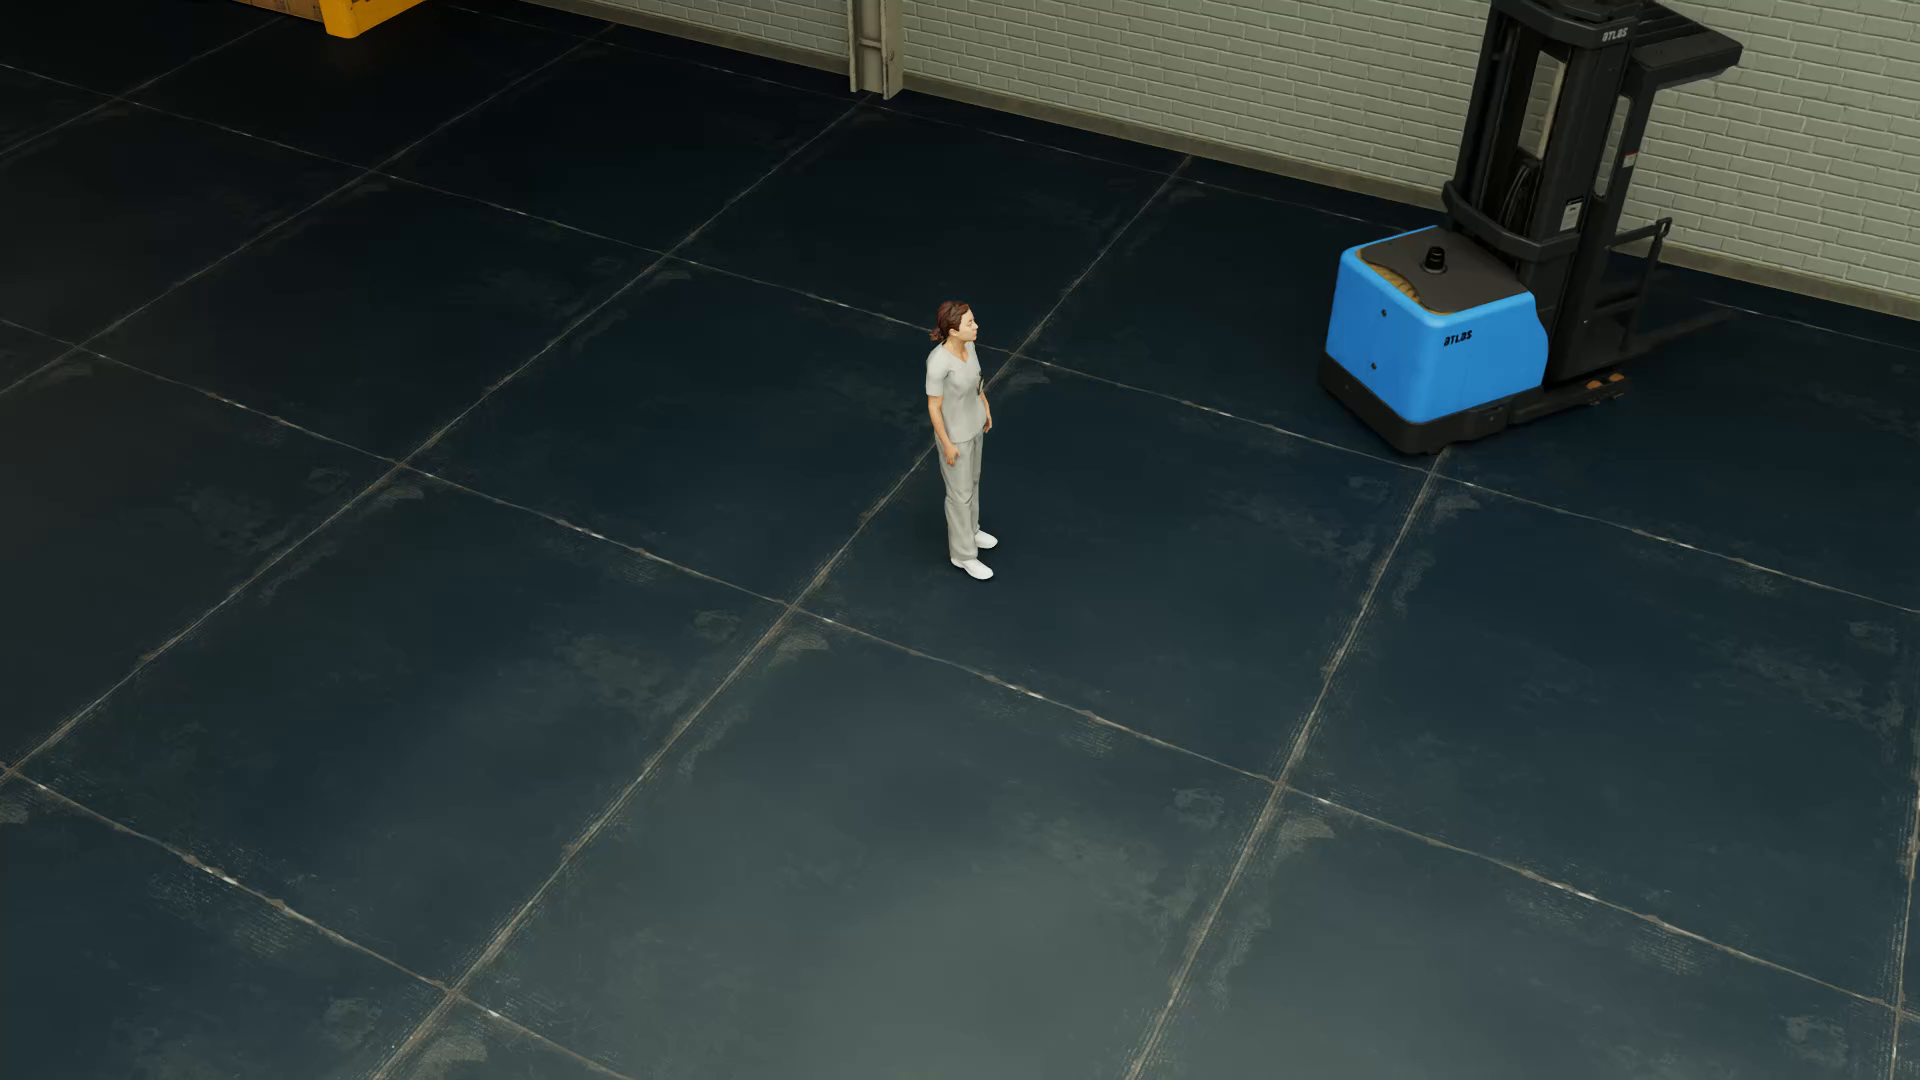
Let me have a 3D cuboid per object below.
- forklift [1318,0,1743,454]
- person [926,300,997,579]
[{"bbox_3d":[4.025,-2.331,10.754,3.031,2.935,1.130,-17,43,-20],"label":"forklift"},{"bbox_3d":[0.059,-0.617,9.682,0.548,1.673,0.549,18,43,21],"label":"person"}]
